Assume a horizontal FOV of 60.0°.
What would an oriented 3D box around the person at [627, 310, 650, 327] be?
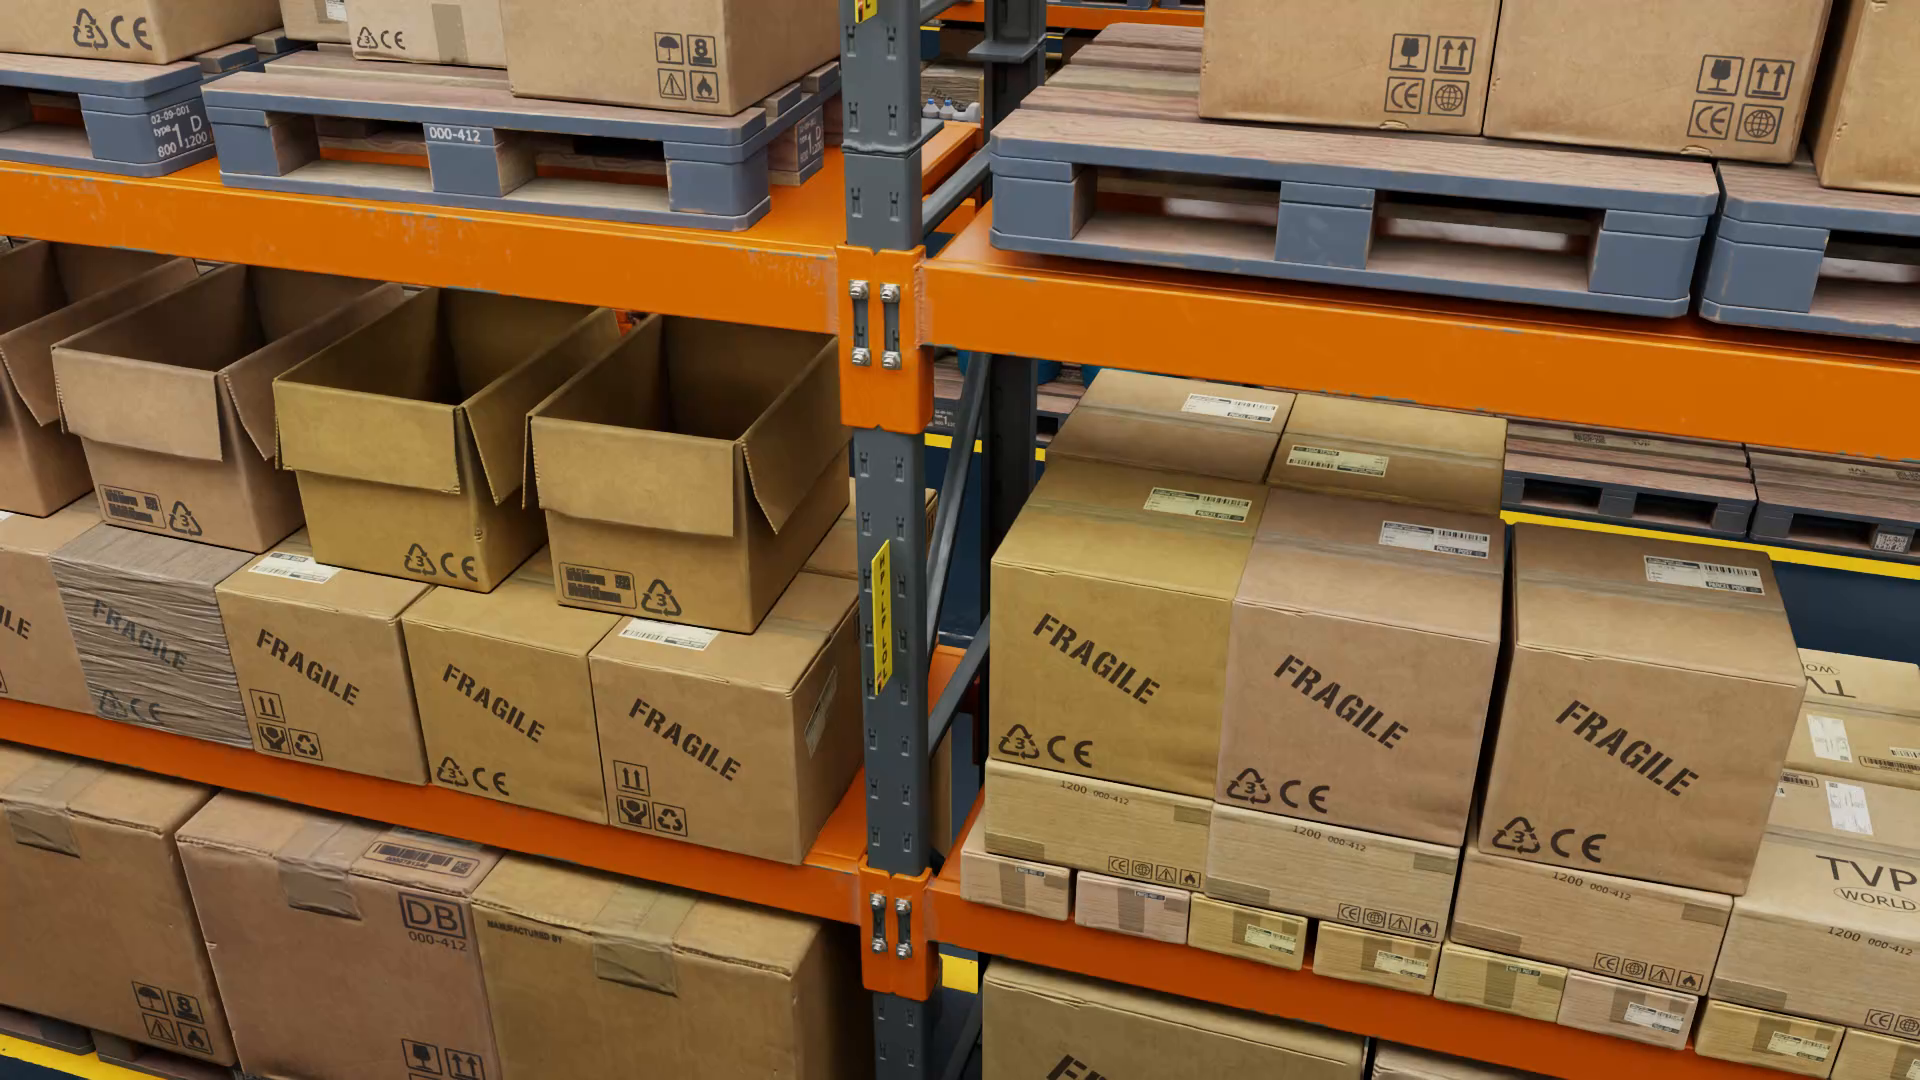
[{"bbox_3d":[-1.159,-0.112,6.354,0.540,1.824,0.625,4,29,7],"label":"person"}]
